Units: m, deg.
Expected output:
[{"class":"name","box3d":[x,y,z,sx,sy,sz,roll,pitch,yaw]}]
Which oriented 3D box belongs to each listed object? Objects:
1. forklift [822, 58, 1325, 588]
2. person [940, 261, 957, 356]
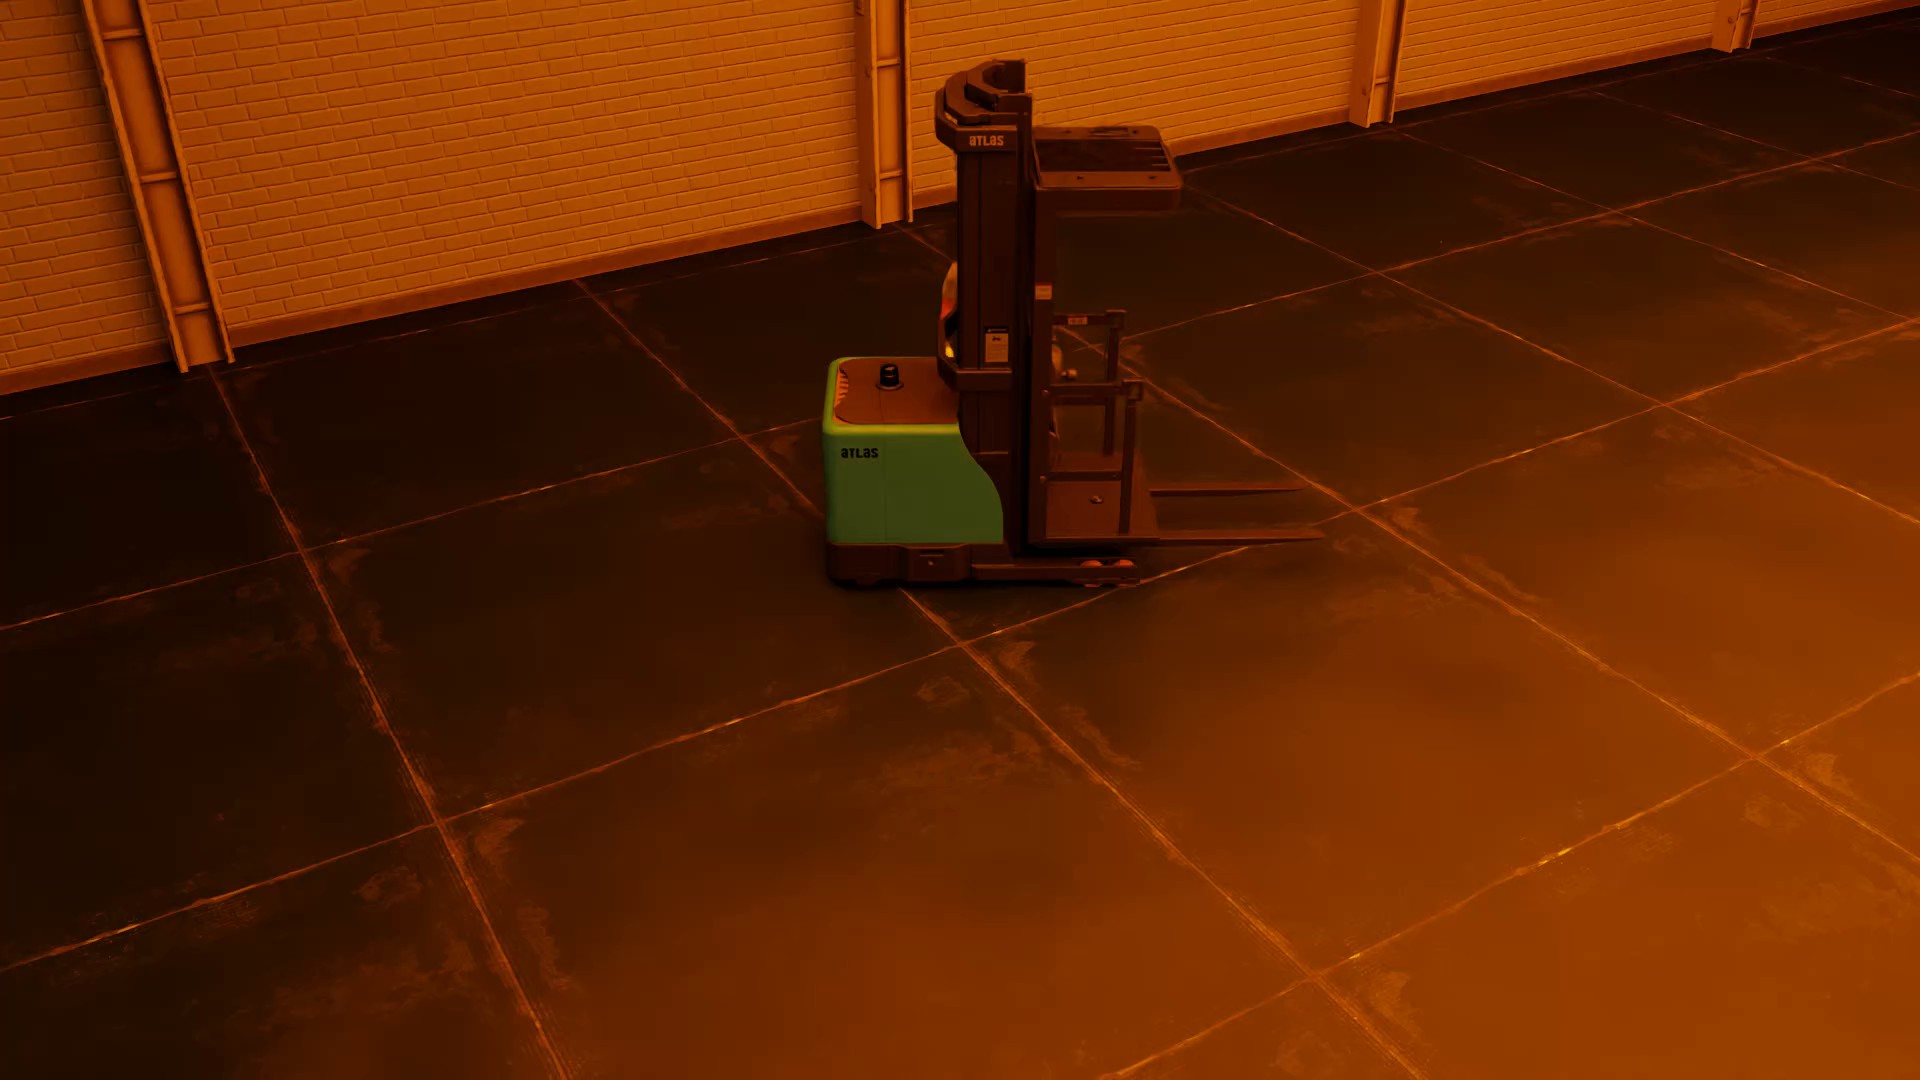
[{"class":"forklift","box3d":[0.699,-1.242,9.722,3.031,2.935,1.130,-1,31,-1]},{"class":"person","box3d":[0.209,-1.248,10.844,0.677,1.792,0.482,-12,33,-19]}]
